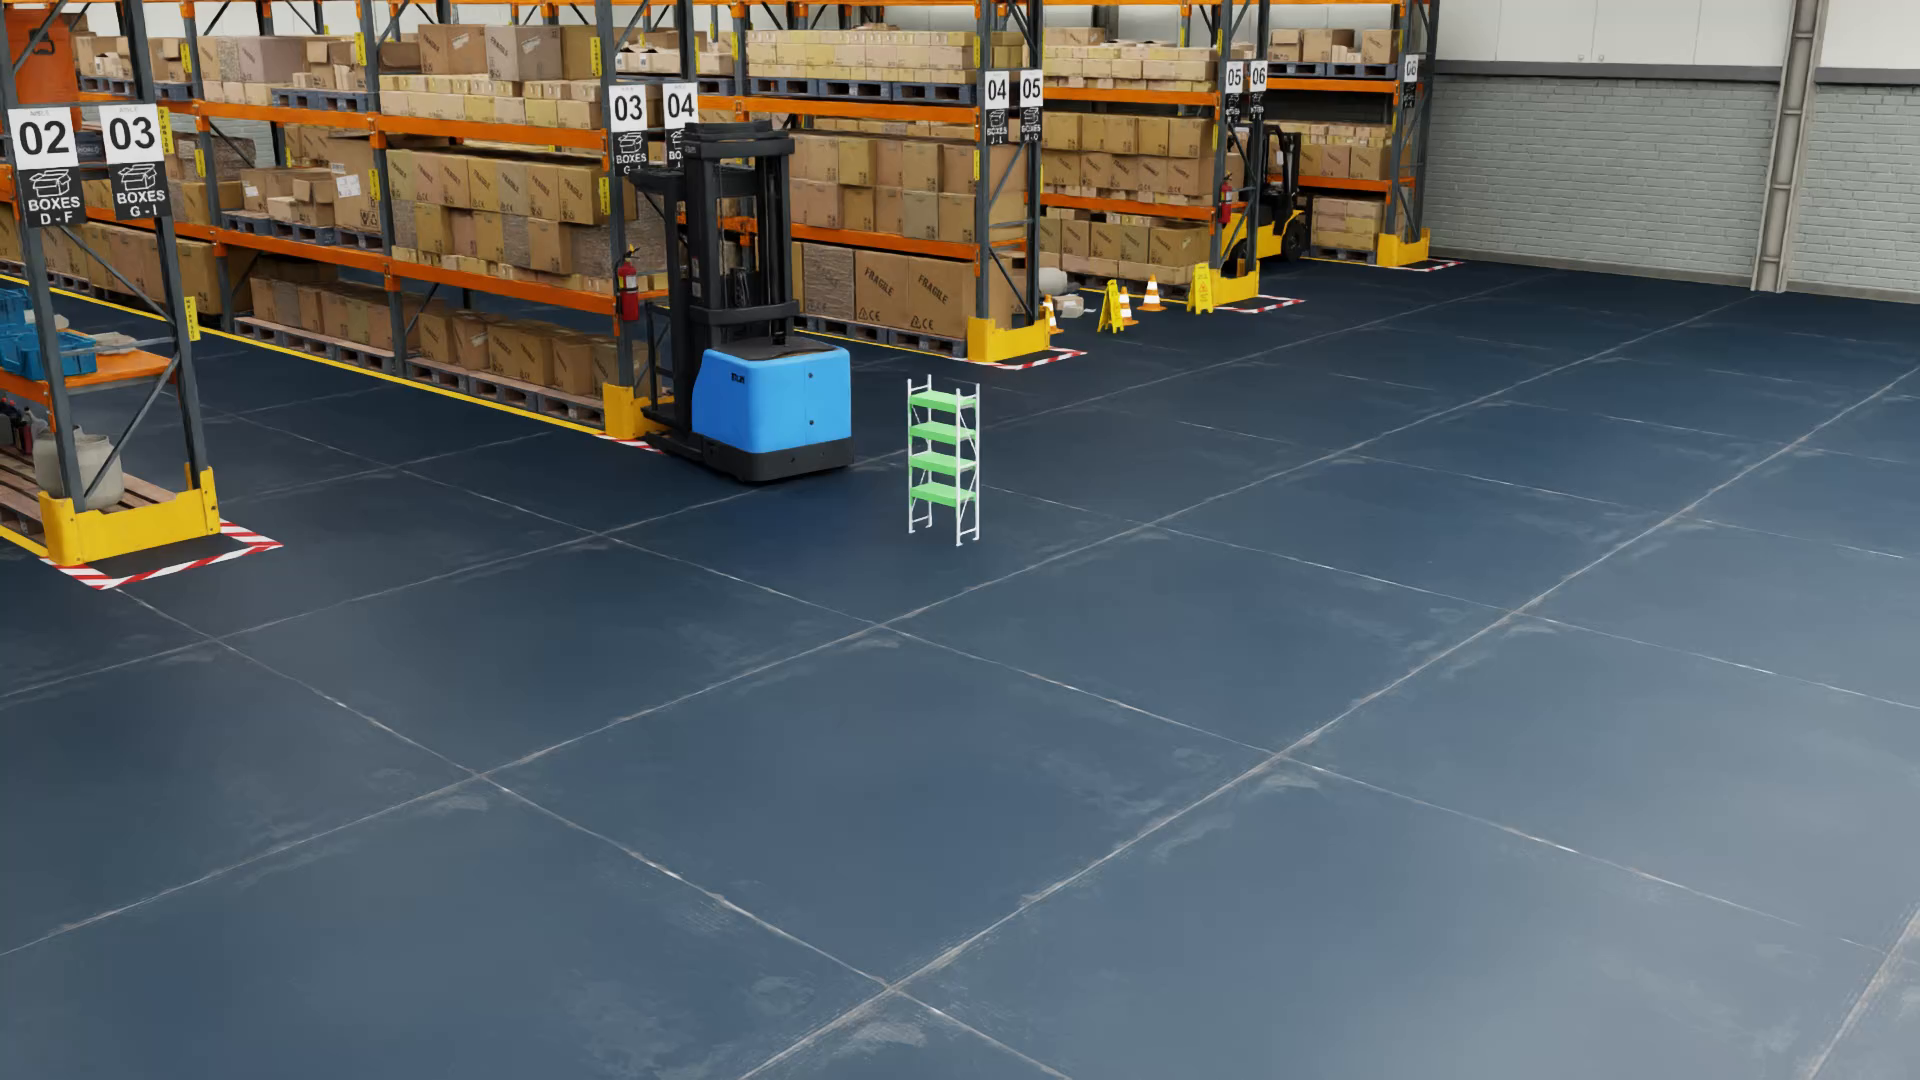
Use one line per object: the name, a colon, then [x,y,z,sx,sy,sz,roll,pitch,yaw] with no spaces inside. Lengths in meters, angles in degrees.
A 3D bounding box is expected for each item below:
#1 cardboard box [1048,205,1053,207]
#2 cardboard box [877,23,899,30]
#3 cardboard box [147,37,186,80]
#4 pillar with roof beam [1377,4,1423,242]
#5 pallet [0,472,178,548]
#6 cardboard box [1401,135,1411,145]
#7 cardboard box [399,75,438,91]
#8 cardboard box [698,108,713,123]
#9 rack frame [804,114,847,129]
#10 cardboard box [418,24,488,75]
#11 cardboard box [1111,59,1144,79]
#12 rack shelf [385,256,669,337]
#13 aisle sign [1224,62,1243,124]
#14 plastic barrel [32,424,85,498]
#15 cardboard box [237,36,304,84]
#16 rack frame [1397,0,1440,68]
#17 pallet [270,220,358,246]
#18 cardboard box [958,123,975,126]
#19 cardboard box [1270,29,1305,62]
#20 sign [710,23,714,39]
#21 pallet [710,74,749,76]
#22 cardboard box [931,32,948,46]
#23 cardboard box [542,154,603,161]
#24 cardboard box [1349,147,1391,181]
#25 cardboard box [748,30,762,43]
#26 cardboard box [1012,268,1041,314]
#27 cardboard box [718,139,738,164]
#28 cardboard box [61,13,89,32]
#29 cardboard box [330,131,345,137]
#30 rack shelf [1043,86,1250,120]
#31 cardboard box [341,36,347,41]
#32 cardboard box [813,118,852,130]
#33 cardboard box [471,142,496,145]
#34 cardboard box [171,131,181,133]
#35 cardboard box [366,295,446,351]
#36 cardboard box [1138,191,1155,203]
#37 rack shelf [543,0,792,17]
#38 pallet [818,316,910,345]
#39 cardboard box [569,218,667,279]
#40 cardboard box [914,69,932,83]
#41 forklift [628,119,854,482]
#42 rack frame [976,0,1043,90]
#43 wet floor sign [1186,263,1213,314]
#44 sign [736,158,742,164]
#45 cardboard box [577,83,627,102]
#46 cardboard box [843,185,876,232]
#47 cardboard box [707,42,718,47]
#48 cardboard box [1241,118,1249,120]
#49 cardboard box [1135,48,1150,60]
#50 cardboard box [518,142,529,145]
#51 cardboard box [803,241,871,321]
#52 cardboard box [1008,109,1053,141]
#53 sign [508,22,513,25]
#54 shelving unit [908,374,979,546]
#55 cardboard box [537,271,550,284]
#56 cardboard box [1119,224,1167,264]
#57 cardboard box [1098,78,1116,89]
cardboard box: [2.026,-6.295,30.720,0.625,0.625,0.875,16,24,41]
cardboard box: [-1.423,-10.093,32.877,0.258,0.266,0.396,15,23,39]
cardboard box: [-10.003,-6.056,20.916,0.500,0.500,0.500,17,24,42]
pillar with roof beam: [4.278,-8.107,23.282,0.400,9.000,9.100,15,23,39]
pallet: [-6.791,-0.232,12.993,1.213,0.211,1.003,15,23,39]
cardboard box: [6.977,-6.362,26.461,0.250,0.149,0.380,14,23,38]
cardboard box: [-5.521,-4.691,17.063,0.250,0.149,0.380,14,22,37]
cardboard box: [-4.298,-7.338,28.955,0.500,0.500,0.500,14,23,38]
rack frame: [-2.217,-6.361,27.696,0.127,3.000,1.000,15,23,39]
cardboard box: [-5.298,-5.140,17.408,0.500,0.500,0.500,14,22,38]
cardboard box: [2.438,-6.501,22.934,0.500,0.250,0.500,16,24,41]
rack shelf: [-4.308,-2.571,16.944,4.000,0.370,1.077,15,23,39]
aisle sign: [3.620,-5.916,21.995,0.004,0.787,0.394,15,23,39]
plastic barrel: [-7.017,-0.622,13.030,0.421,0.512,0.421,0,18,0]
cardboard box: [-7.857,-5.480,18.969,0.500,0.500,0.500,14,22,38]
rack frame: [7.058,-8.738,25.268,0.127,3.000,1.000,15,23,39]
pallet: [-7.287,-3.639,19.437,1.213,0.211,1.003,15,23,39]
cardboard box: [0.239,-6.207,25.859,0.500,0.500,0.500,15,23,39]
cardboard box: [5.453,-7.993,26.850,0.637,0.503,0.797,16,24,41]
sign: [-5.269,-10.814,35.325,0.005,0.325,0.100,15,23,39]
pallet: [-3.572,-8.042,28.345,1.213,0.211,1.003,16,24,42]
cardboard box: [-0.107,-5.593,18.557,0.250,0.149,0.380,15,23,40]
cardboard box: [-3.786,-3.553,16.537,0.500,0.500,0.500,15,23,39]
cardboard box: [6.516,-5.965,26.284,0.500,0.500,0.500,14,23,38]
cardboard box: [-2.389,-6.205,20.484,0.250,0.149,0.380,15,23,40]
cardboard box: [0.772,-3.345,22.318,0.637,0.503,0.797,0,18,2]
cardboard box: [-2.811,-5.040,21.716,0.500,0.500,0.700,15,23,38]
cardboard box: [-12.486,-7.195,23.100,0.500,0.250,0.500,13,22,36]
cardboard box: [-10.098,-6.560,27.665,0.500,0.500,0.500,14,23,38]
rack shelf: [2.270,-6.243,23.555,4.000,0.370,1.077,15,23,39]
cardboard box: [-9.819,-8.065,26.869,0.250,0.149,0.380,15,23,39]
cardboard box: [-2.034,-6.608,27.122,0.500,0.500,0.500,14,22,38]
cardboard box: [-7.064,-5.839,24.790,0.250,0.149,0.380,17,24,42]
cardboard box: [-10.798,-5.181,22.154,0.637,0.503,0.797,15,23,40]
cardboard box: [-6.248,-2.462,18.815,0.500,0.500,0.700,13,22,35]
cardboard box: [2.691,-4.788,23.156,0.250,0.149,0.380,16,23,40]
rack shelf: [-3.931,-7.145,22.099,4.000,0.370,1.077,15,23,39]
pallet: [-1.002,-2.673,20.685,1.213,0.211,1.003,15,23,39]
cardboard box: [-3.205,-2.818,15.877,0.500,0.500,0.875,15,23,39]
cardboard box: [-0.298,-5.264,18.838,0.250,0.149,0.380,15,23,40]
forklift: [-2.225,-2.265,14.903,1.130,2.935,3.031,-13,22,-36]
rack frame: [0.556,-6.474,18.134,0.127,3.000,1.000,15,23,39]
wet floor sign: [3.198,-3.352,22.107,0.267,0.644,0.232,-9,20,-27]
sign: [-2.788,-4.807,21.016,0.005,0.325,0.100,15,23,39]
cardboard box: [-3.226,-4.046,15.031,0.250,0.149,0.380,15,23,39]
cardboard box: [-0.937,-4.093,20.303,0.500,0.550,0.875,15,23,39]
cardboard box: [-4.410,-8.622,29.315,0.500,0.311,0.500,15,23,39]
cardboard box: [4.873,-7.074,28.215,0.250,0.149,0.380,15,23,39]
cardboard box: [2.613,-6.667,22.797,0.250,0.149,0.380,15,23,39]
cardboard box: [-6.429,-5.932,25.082,0.250,0.149,0.380,16,24,42]
cardboard box: [-1.335,-3.283,20.815,0.875,0.875,0.875,15,23,40]
cardboard box: [0.960,-6.086,24.521,0.500,0.500,0.700,15,23,39]
sign: [-8.574,-9.727,31.767,0.005,0.325,0.100,15,23,39]
shelving unit: [-0.124,-0.605,12.535,0.503,1.200,0.258,15,23,39]
cardboard box: [-3.906,-2.605,16.277,0.250,0.149,0.380,15,23,39]
cardboard box: [2.601,-4.207,23.522,0.500,0.500,0.500,16,24,41]
cardboard box: [2.135,-6.371,23.185,0.250,0.149,0.380,15,23,39]
